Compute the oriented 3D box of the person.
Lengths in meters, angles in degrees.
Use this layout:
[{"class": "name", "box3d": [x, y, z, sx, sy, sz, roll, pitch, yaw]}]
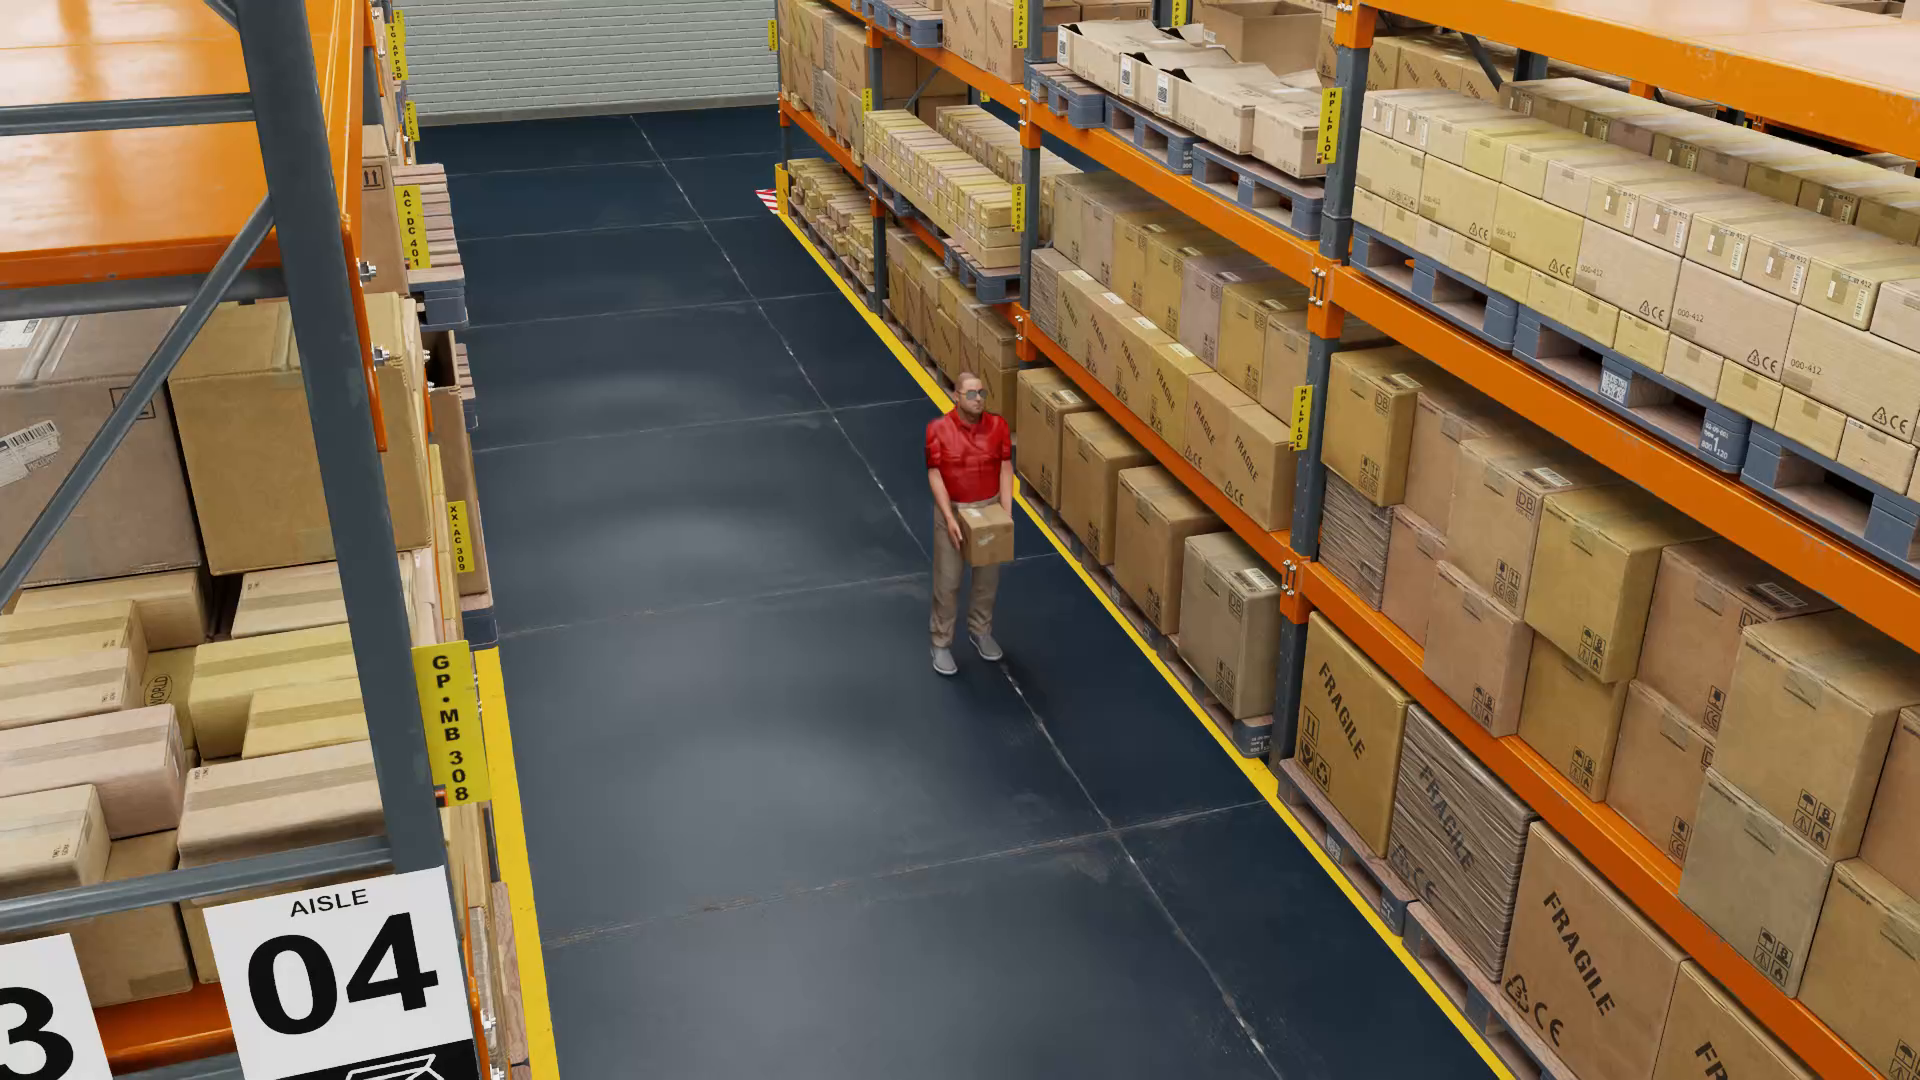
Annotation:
[{"class": "person", "box3d": [0.068, -0.099, 9.587, 0.545, 1.724, 0.481, -8, 27, -16]}]
